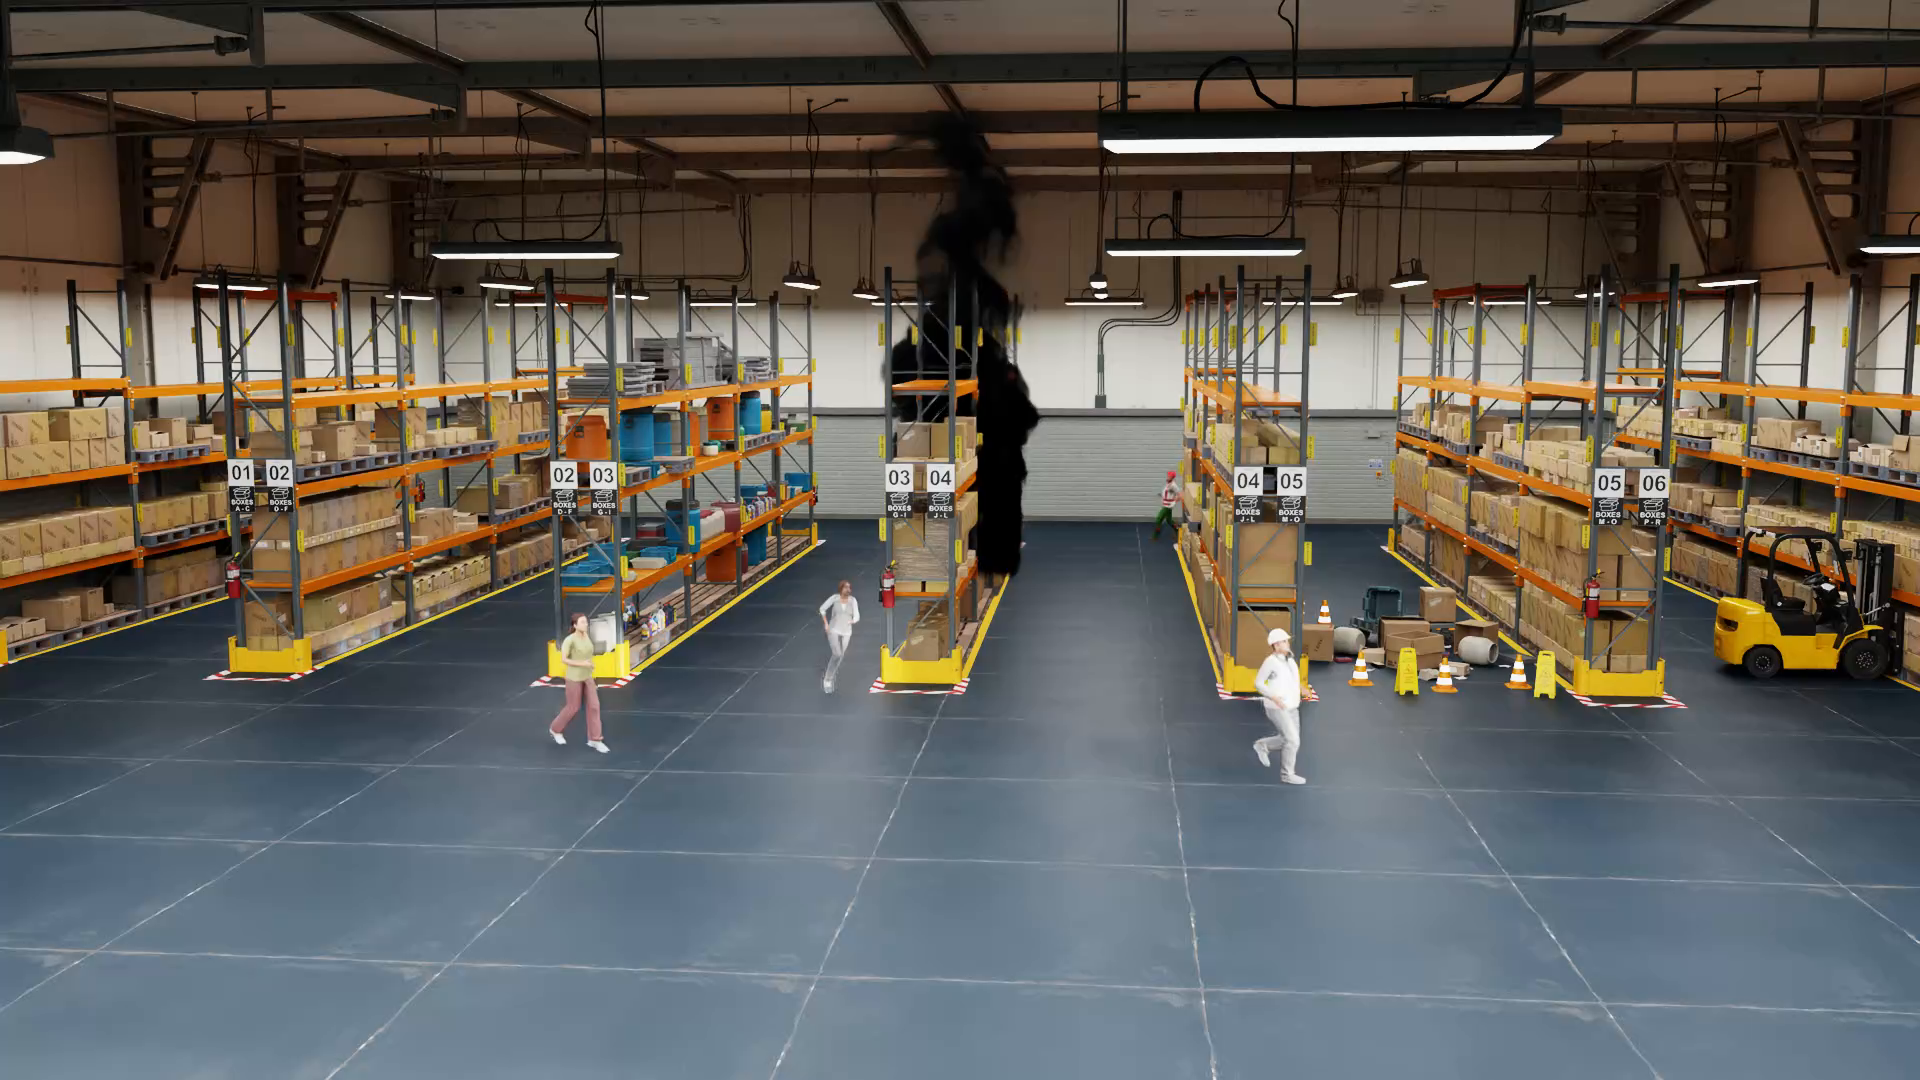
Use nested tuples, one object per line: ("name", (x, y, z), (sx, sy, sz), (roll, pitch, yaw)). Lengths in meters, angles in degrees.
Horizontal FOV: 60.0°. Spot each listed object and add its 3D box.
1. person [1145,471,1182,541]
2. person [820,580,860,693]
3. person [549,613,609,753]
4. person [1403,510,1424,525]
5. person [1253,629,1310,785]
("person", (5.043, -0.830, 40.754), (0.923, 1.751, 0.719), (0, 7, -2))
("person", (-1.715, 1.368, 23.702), (0.536, 1.572, 0.620), (-3, 8, -23))
("person", (-4.655, 1.717, 20.259), (0.853, 1.697, 0.592), (4, 8, 29))
("person", (11.002, -0.736, 40.474), (0.651, 1.611, 0.909), (-7, 10, -44))
("person", (3.607, 1.867, 18.818), (0.753, 1.731, 0.666), (6, 9, 42))
